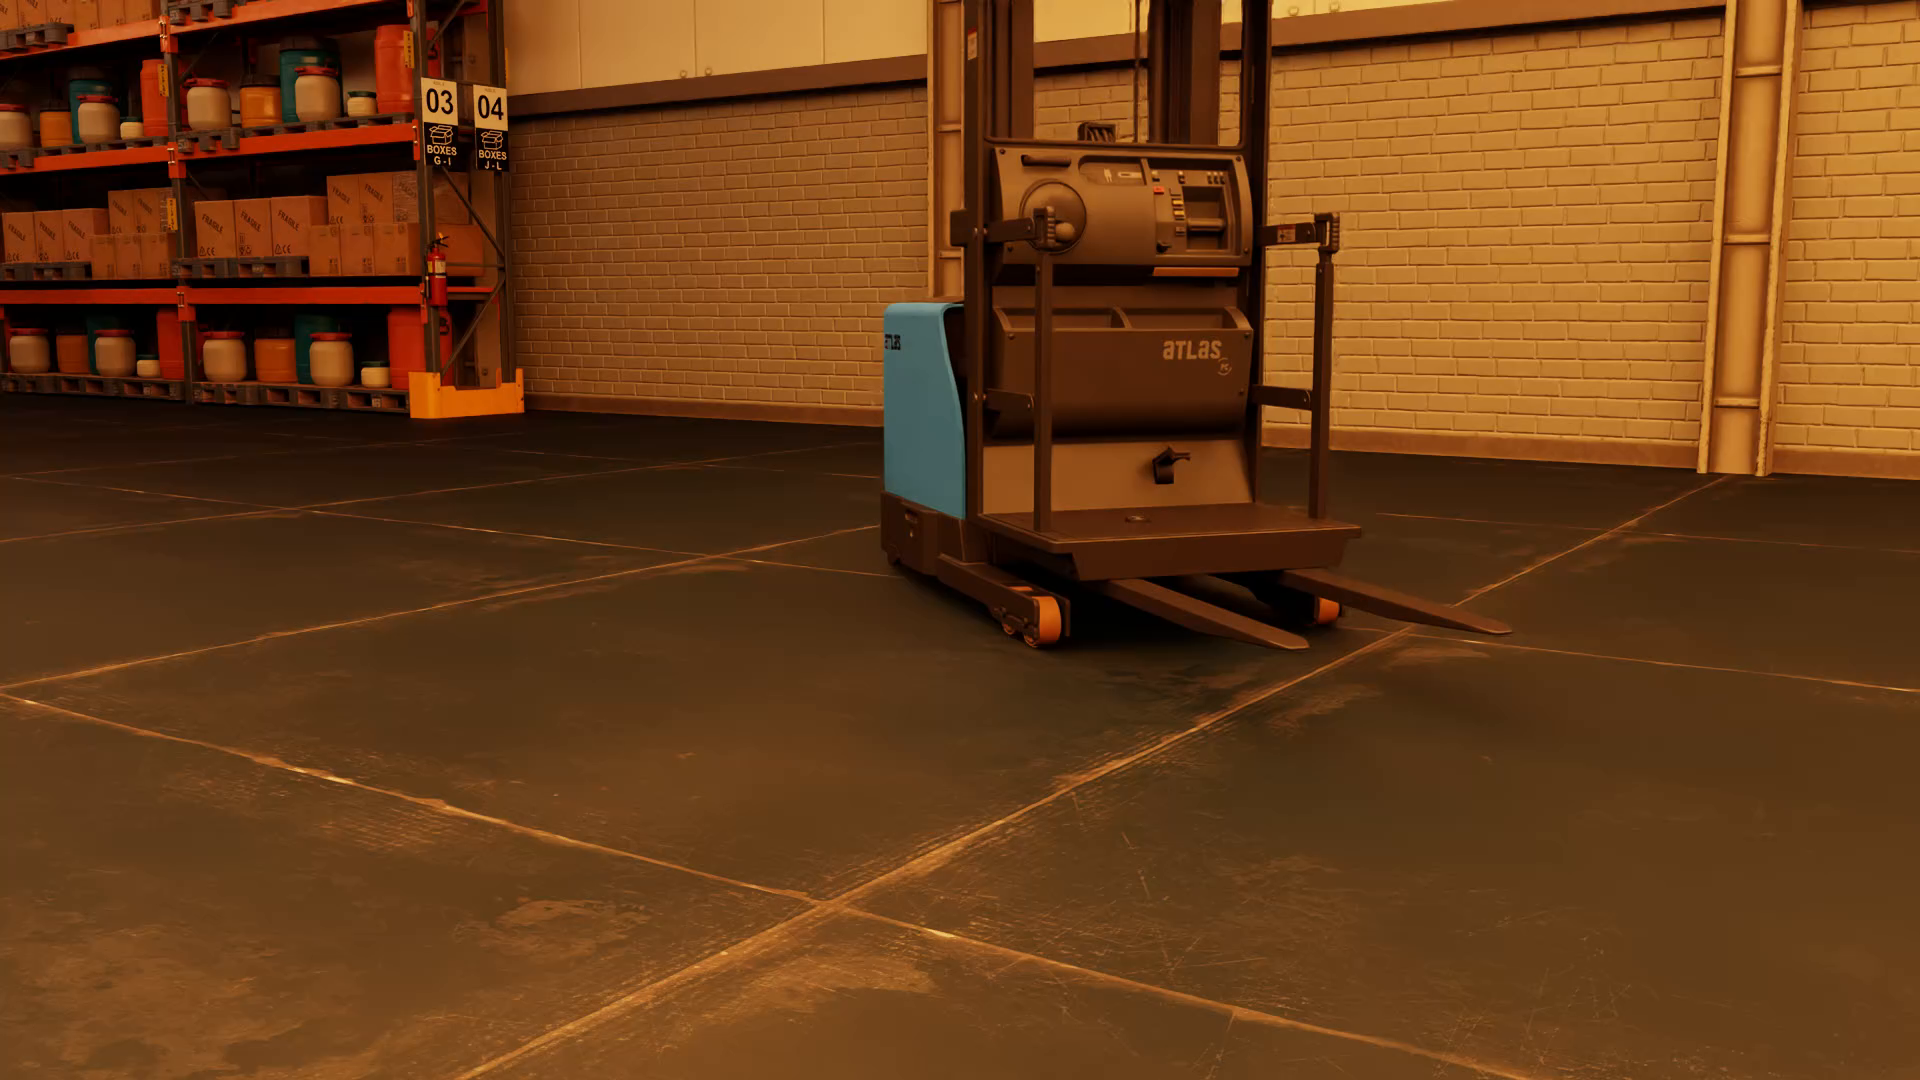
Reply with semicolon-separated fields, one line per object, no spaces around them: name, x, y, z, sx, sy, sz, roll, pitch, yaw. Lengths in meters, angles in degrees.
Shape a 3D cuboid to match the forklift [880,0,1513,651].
forklift;0.637;-1.178;5.474;1.130;2.935;3.031;-3;9;-19
